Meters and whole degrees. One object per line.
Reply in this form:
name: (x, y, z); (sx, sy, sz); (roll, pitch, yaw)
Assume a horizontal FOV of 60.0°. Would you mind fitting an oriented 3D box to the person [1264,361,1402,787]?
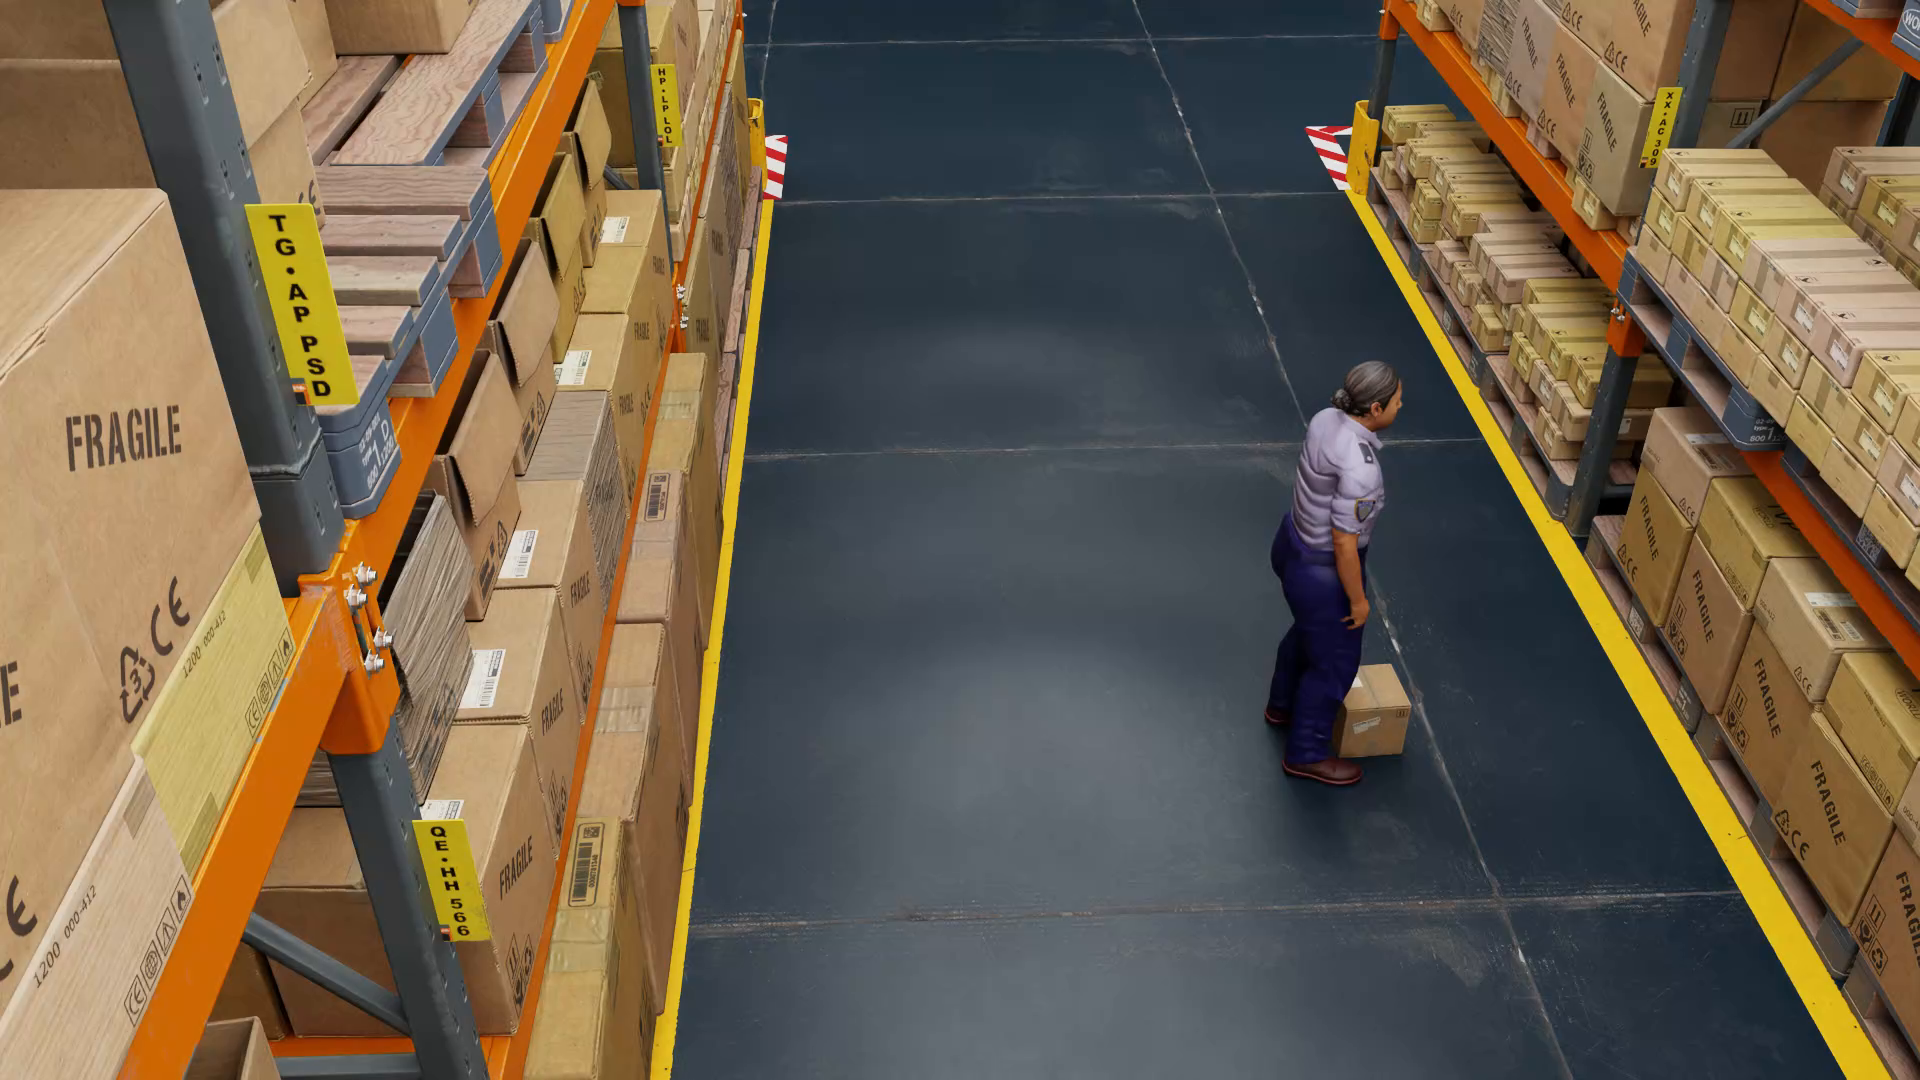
person: (1.331, 0.108, 6.012); (0.366, 1.638, 0.560); (-3, 36, -4)
